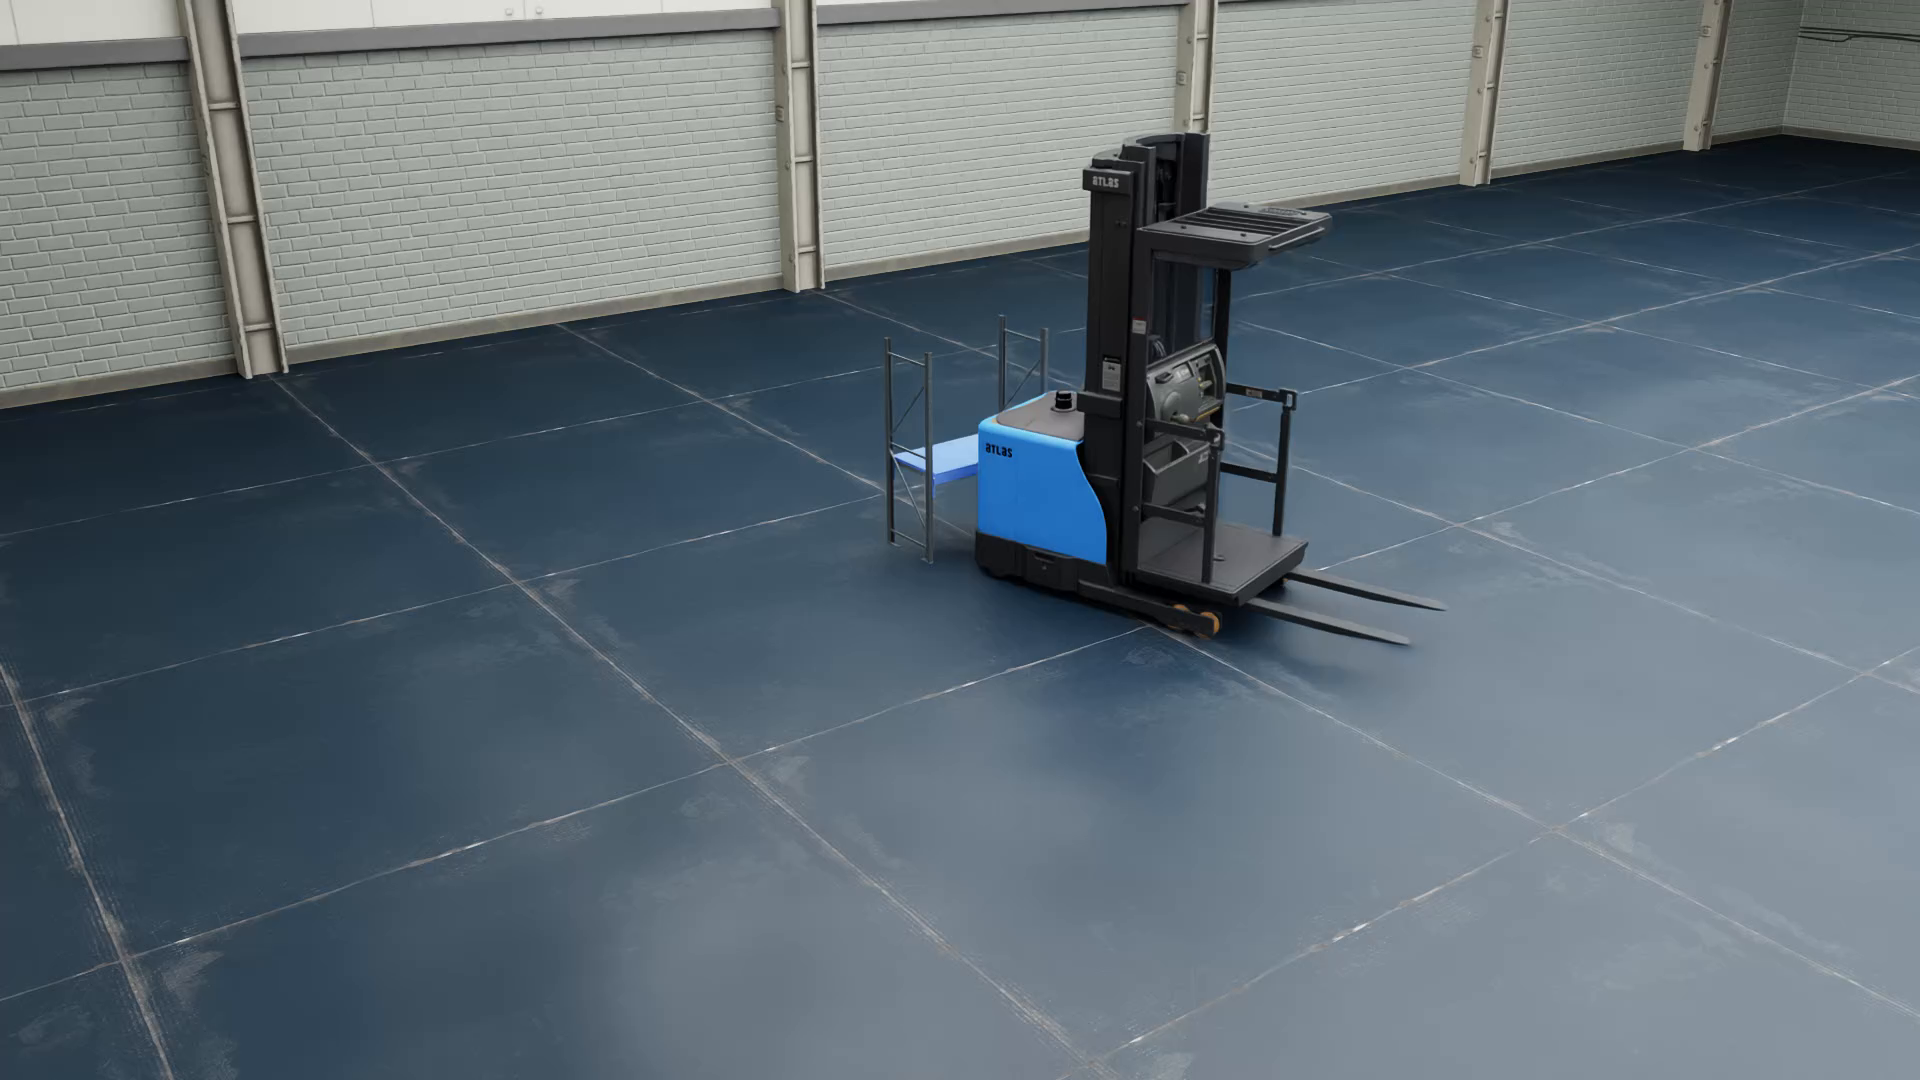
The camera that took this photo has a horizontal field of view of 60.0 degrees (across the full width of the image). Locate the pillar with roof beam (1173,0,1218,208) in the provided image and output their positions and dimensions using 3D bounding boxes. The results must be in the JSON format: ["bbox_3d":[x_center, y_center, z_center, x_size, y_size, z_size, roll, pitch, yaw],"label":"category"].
[{"bbox_3d":[5.581,-7.093,17.529,0.400,9.000,9.100,-15,26,-33],"label":"pillar with roof beam"}]

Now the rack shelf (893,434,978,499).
[{"bbox_3d":[0.048,-0.555,11.749,1.000,0.185,0.538,-16,27,-35],"label":"rack shelf"}]

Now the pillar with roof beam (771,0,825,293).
[{"bbox_3d":[0.711,-5.794,14.275,0.400,9.000,9.100,-15,26,-33],"label":"pillar with roof beam"}]

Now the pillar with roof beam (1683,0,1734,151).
[{"bbox_3d":[15.322,-9.690,24.038,0.400,9.000,9.100,-15,26,-33],"label":"pillar with roof beam"}]

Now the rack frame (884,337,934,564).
[{"bbox_3d":[-0.350,-0.605,11.388,0.032,1.500,0.500,-16,27,-35],"label":"rack frame"}]

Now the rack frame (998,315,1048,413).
[{"bbox_3d":[0.446,-0.839,11.976,0.032,1.500,0.500,-16,27,-35],"label":"rack frame"}]

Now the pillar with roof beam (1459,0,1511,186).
[{"bbox_3d":[10.452,-8.391,20.784,0.400,9.000,9.100,-15,26,-33],"label":"pillar with roof beam"}]

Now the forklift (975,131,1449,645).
[{"bbox_3d":[1.596,-0.969,10.371,3.031,2.935,1.130,15,26,33],"label":"forklift"}]

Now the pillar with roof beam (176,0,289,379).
[{"bbox_3d":[-4.160,-4.495,11.020,0.400,9.000,9.100,-15,26,-33],"label":"pillar with roof beam"}]

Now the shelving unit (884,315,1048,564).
[{"bbox_3d":[0.048,-0.722,11.682,1.048,1.500,0.538,-16,27,-35],"label":"shelving unit"}]

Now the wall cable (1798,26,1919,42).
[{"bbox_3d":[15.972,-9.783,28.461,0.112,2.526,3.097,-15,26,-33],"label":"wall cable"}]
